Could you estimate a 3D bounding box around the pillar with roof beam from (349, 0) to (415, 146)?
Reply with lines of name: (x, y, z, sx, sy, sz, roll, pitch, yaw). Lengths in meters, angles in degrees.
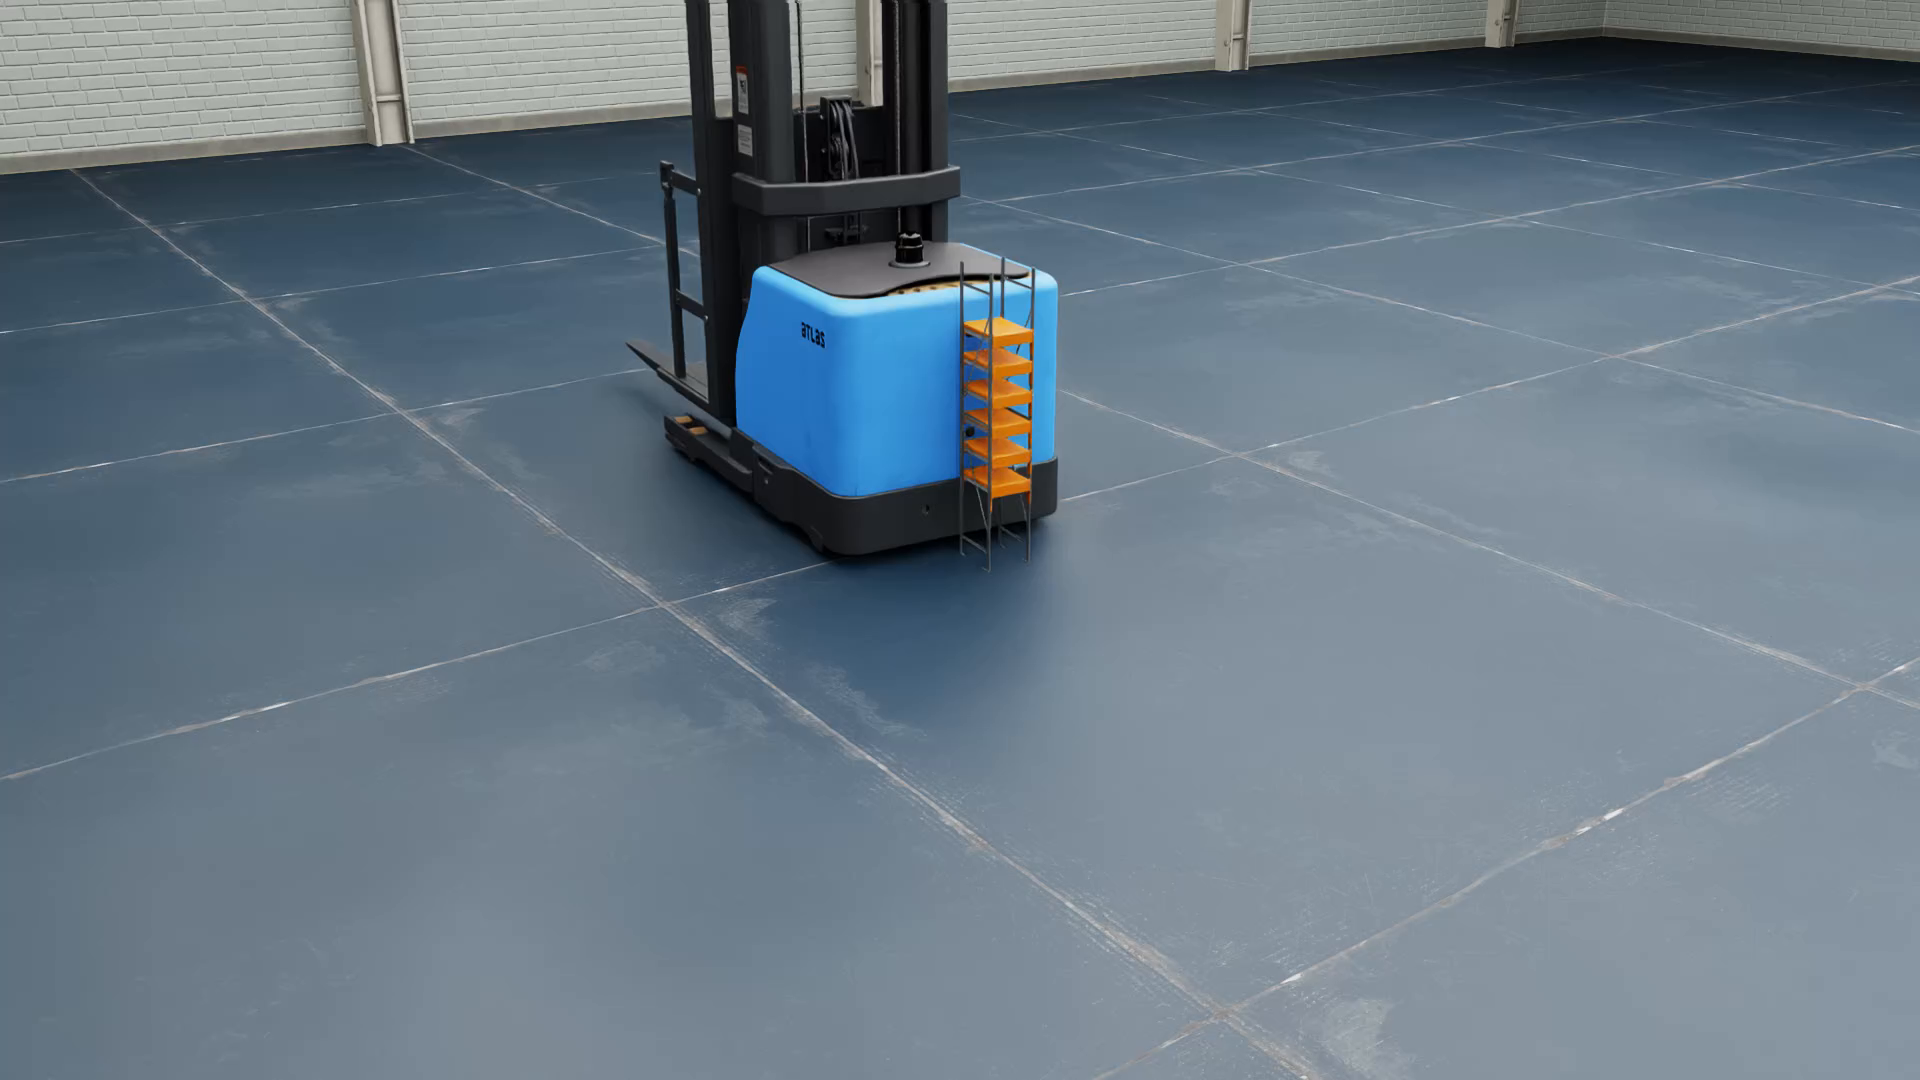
pillar with roof beam: (-3.367, -6.992, 12.276, 0.400, 9.000, 9.100, -15, 26, -33)

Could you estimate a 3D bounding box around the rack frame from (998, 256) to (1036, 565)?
rack frame: (0.219, -0.497, 6.521, 0.006, 1.200, 0.240, -12, 25, -27)

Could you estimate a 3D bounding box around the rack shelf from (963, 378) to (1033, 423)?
rack shelf: (0.140, -0.550, 6.451, 0.180, 0.103, 0.258, -12, 25, -27)

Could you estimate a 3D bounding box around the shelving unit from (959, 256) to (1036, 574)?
shelving unit: (0.139, -0.480, 6.479, 0.189, 1.200, 0.258, -12, 25, -27)

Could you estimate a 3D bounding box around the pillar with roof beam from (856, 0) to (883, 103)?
pillar with roof beam: (1.504, -8.291, 15.531, 0.400, 9.000, 9.100, -15, 26, -33)

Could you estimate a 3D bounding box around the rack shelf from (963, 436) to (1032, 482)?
rack shelf: (0.139, -0.328, 6.541, 0.180, 0.103, 0.258, -12, 25, -27)

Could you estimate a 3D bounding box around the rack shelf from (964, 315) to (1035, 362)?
rack shelf: (0.140, -0.773, 6.361, 0.180, 0.103, 0.258, -12, 25, -27)

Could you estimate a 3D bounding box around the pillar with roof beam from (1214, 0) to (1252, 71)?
pillar with roof beam: (6.374, -9.589, 18.785, 0.400, 9.000, 9.100, -15, 26, -33)

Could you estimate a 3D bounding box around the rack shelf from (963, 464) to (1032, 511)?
rack shelf: (0.139, -0.217, 6.586, 0.180, 0.103, 0.258, -12, 25, -27)

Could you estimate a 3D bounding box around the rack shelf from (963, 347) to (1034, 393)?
rack shelf: (0.140, -0.662, 6.406, 0.180, 0.103, 0.258, -12, 25, -27)

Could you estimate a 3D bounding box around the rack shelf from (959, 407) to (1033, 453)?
rack shelf: (0.139, -0.439, 6.496, 0.180, 0.103, 0.258, -12, 25, -27)

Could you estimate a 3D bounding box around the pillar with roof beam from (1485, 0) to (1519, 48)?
pillar with roof beam: (11.245, -10.888, 22.040, 0.400, 9.000, 9.100, -15, 26, -33)

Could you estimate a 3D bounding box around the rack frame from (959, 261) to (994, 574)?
rack frame: (0.060, -0.463, 6.437, 0.006, 1.200, 0.240, -12, 25, -27)

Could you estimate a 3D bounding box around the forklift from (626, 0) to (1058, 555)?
forklift: (-0.759, -1.804, 7.462, 1.130, 2.935, 3.031, -12, 25, -28)
